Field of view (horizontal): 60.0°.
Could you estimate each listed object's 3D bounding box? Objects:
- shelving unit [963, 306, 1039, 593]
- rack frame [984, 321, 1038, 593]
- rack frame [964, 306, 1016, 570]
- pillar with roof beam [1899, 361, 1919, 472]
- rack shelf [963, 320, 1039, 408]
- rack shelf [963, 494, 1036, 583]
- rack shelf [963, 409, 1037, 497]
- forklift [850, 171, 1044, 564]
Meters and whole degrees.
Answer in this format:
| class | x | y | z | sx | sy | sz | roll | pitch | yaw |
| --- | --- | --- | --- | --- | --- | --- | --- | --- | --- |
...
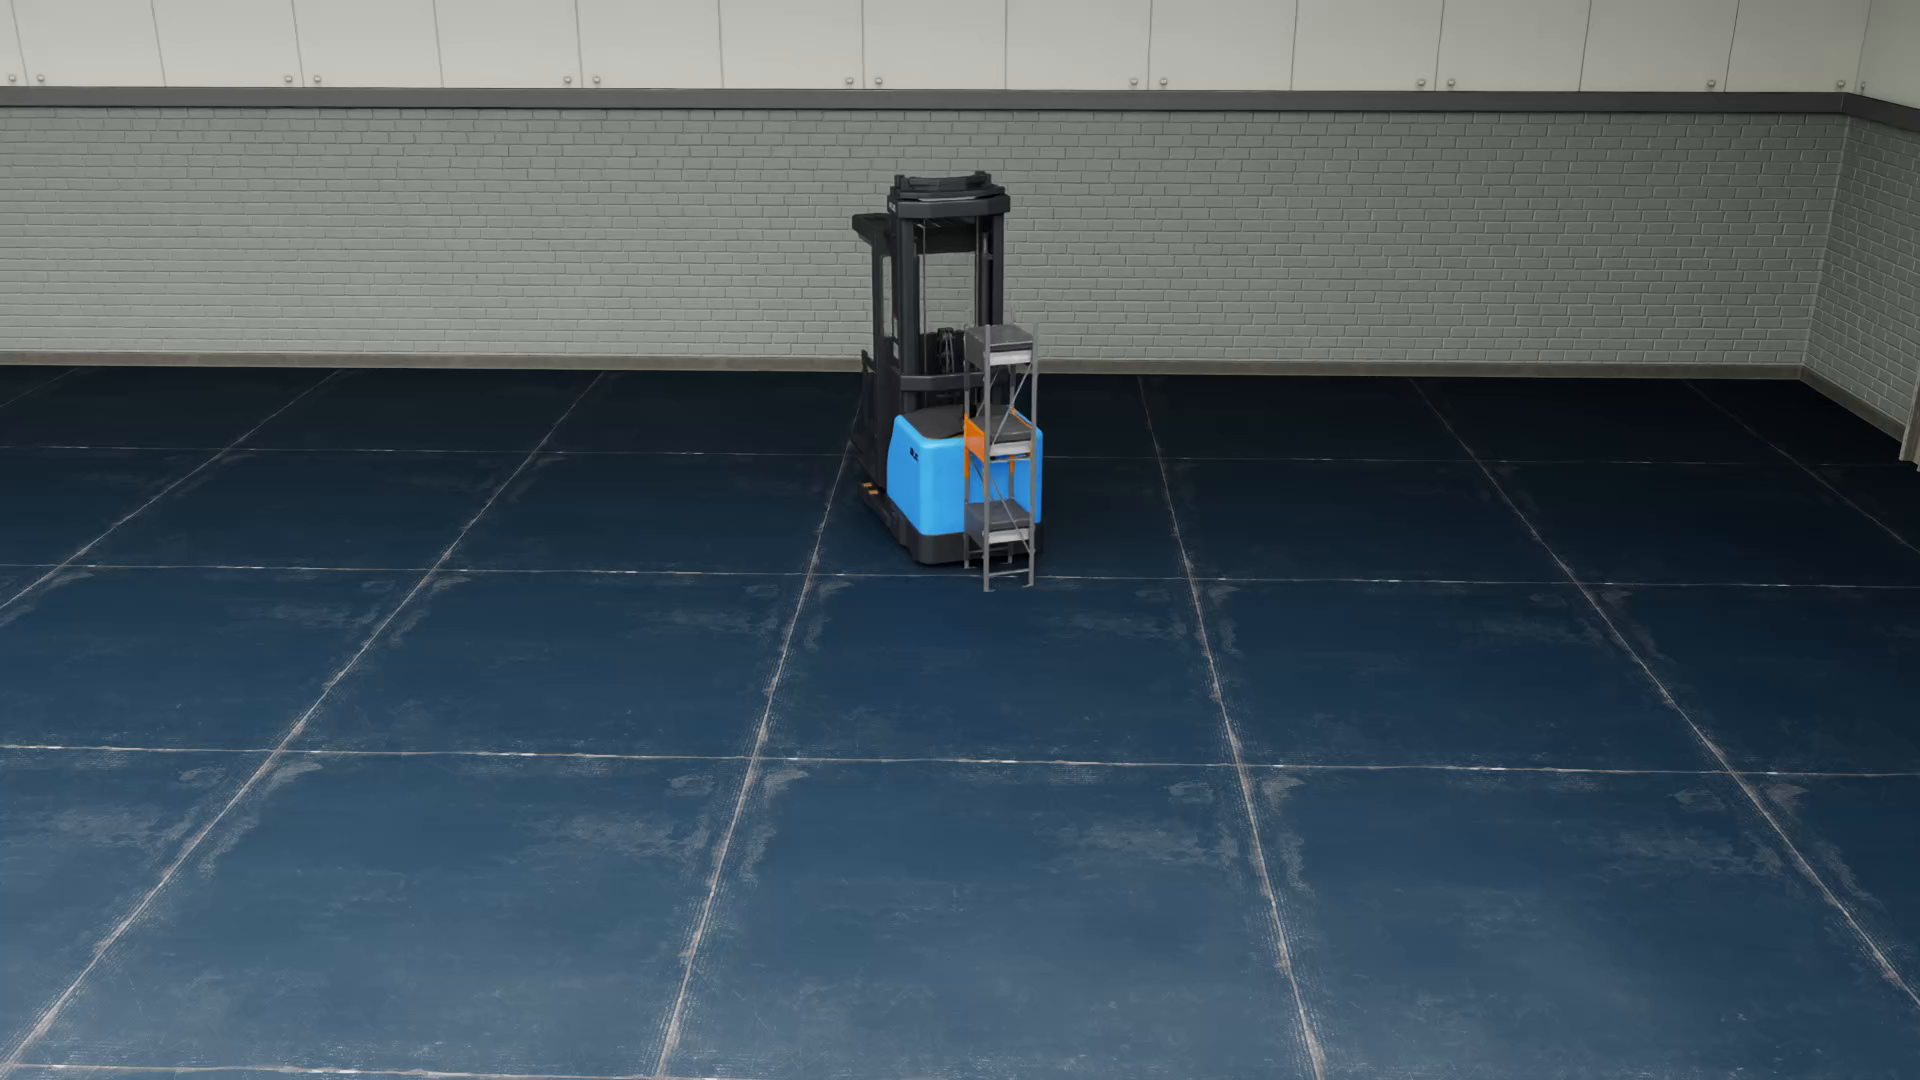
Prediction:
| class | x | y | z | sx | sy | sz | roll | pitch | yaw |
| --- | --- | --- | --- | --- | --- | --- | --- | --- | --- |
| shelving unit | 0.303 | -0.681 | 12.675 | 0.431 | 2.100 | 0.503 | -7 | 22 | -17 |
| rack frame | 0.377 | -0.597 | 12.458 | 0.400 | 2.100 | 0.015 | -7 | 22 | -17 |
| rack frame | 0.228 | -0.765 | 12.891 | 0.400 | 2.100 | 0.015 | -7 | 22 | -17 |
| pillar with roof beam | 4.773 | -4.945 | 14.127 | 9.100 | 9.000 | 0.400 | 1 | 21 | 2 |
| rack shelf | 0.303 | -1.321 | 12.426 | 0.431 | 0.518 | 0.480 | -7 | 22 | -17 |
| rack shelf | 0.303 | -0.016 | 12.933 | 0.431 | 0.518 | 0.480 | -7 | 22 | -17 |
| rack shelf | 0.303 | -0.668 | 12.680 | 0.431 | 0.518 | 0.480 | -7 | 22 | -17 |
| forklift | -0.262 | -1.677 | 14.092 | 1.130 | 2.935 | 3.031 | -7 | 22 | -17 |
